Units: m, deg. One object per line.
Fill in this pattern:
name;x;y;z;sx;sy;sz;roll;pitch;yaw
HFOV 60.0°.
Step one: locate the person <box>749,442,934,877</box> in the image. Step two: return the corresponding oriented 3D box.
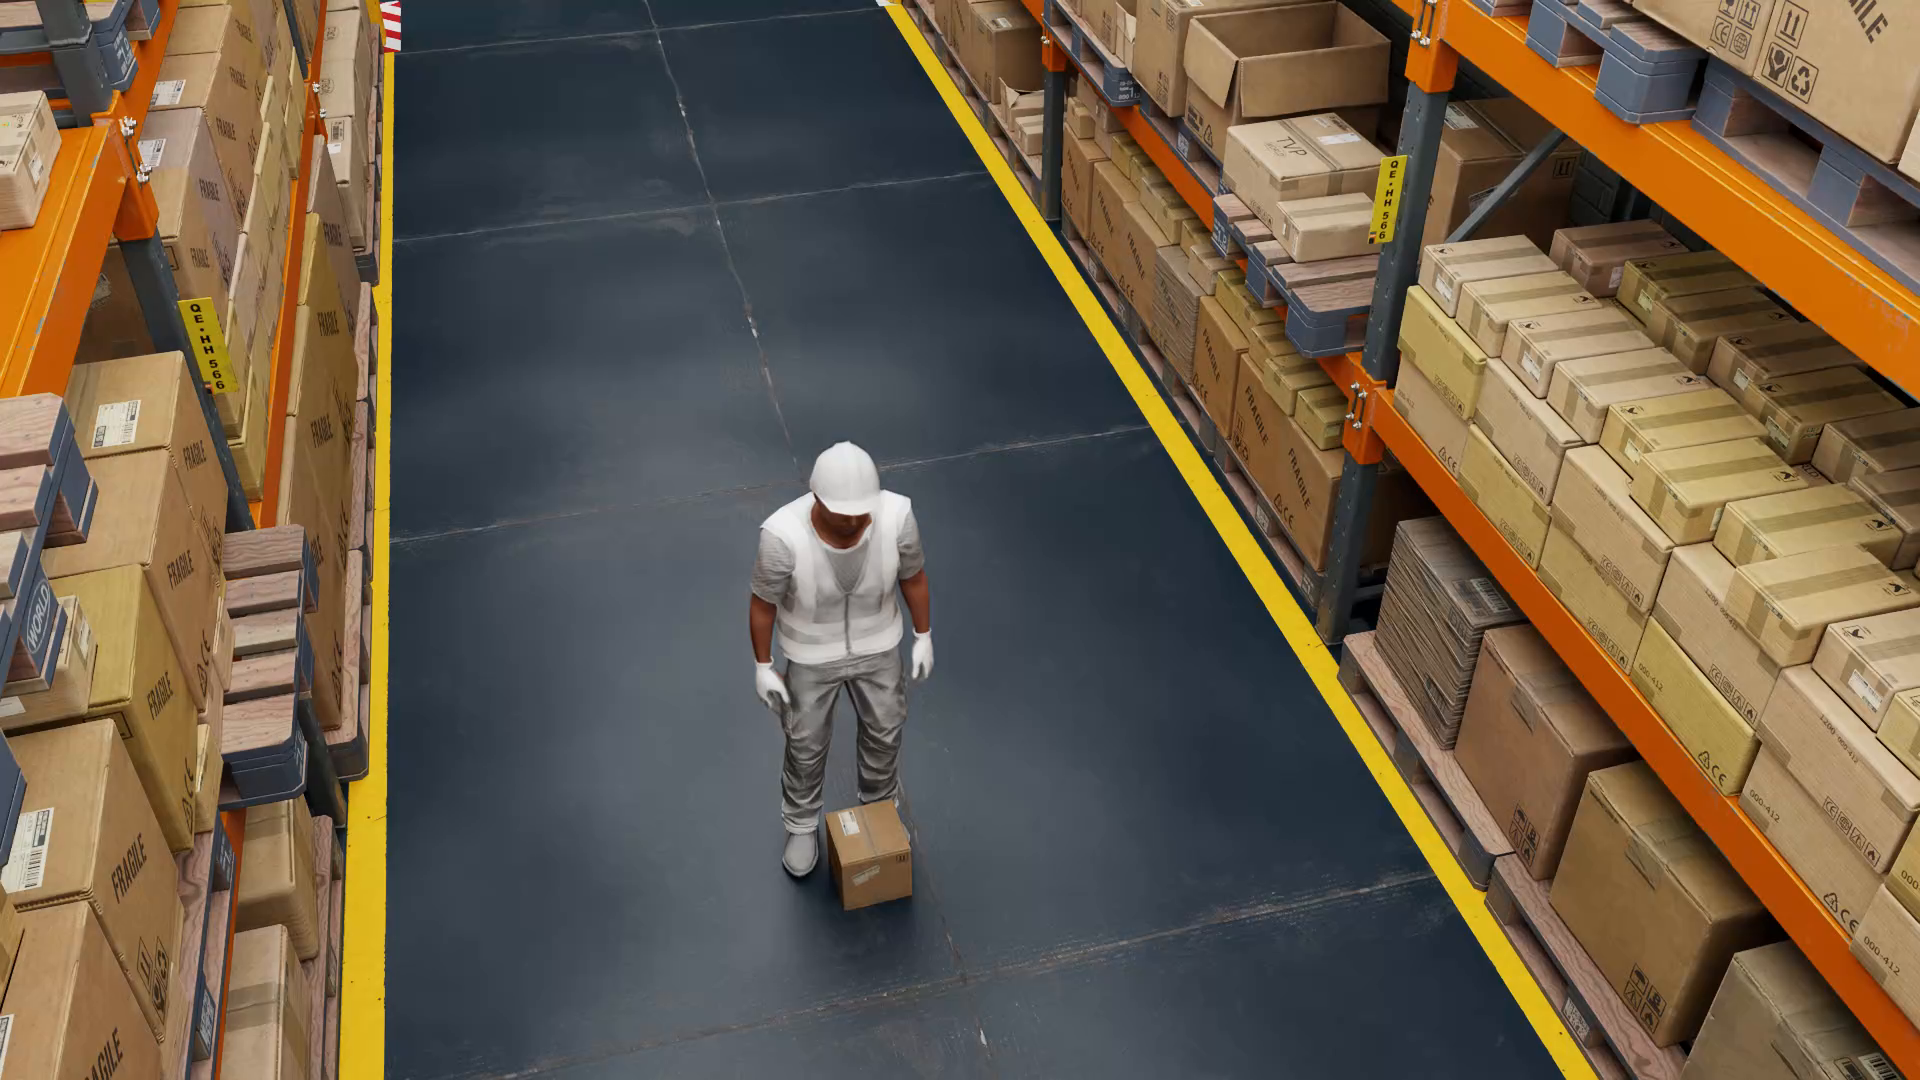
person;-0.393;0.390;5.641;0.629;1.774;0.453;-10;39;-13
